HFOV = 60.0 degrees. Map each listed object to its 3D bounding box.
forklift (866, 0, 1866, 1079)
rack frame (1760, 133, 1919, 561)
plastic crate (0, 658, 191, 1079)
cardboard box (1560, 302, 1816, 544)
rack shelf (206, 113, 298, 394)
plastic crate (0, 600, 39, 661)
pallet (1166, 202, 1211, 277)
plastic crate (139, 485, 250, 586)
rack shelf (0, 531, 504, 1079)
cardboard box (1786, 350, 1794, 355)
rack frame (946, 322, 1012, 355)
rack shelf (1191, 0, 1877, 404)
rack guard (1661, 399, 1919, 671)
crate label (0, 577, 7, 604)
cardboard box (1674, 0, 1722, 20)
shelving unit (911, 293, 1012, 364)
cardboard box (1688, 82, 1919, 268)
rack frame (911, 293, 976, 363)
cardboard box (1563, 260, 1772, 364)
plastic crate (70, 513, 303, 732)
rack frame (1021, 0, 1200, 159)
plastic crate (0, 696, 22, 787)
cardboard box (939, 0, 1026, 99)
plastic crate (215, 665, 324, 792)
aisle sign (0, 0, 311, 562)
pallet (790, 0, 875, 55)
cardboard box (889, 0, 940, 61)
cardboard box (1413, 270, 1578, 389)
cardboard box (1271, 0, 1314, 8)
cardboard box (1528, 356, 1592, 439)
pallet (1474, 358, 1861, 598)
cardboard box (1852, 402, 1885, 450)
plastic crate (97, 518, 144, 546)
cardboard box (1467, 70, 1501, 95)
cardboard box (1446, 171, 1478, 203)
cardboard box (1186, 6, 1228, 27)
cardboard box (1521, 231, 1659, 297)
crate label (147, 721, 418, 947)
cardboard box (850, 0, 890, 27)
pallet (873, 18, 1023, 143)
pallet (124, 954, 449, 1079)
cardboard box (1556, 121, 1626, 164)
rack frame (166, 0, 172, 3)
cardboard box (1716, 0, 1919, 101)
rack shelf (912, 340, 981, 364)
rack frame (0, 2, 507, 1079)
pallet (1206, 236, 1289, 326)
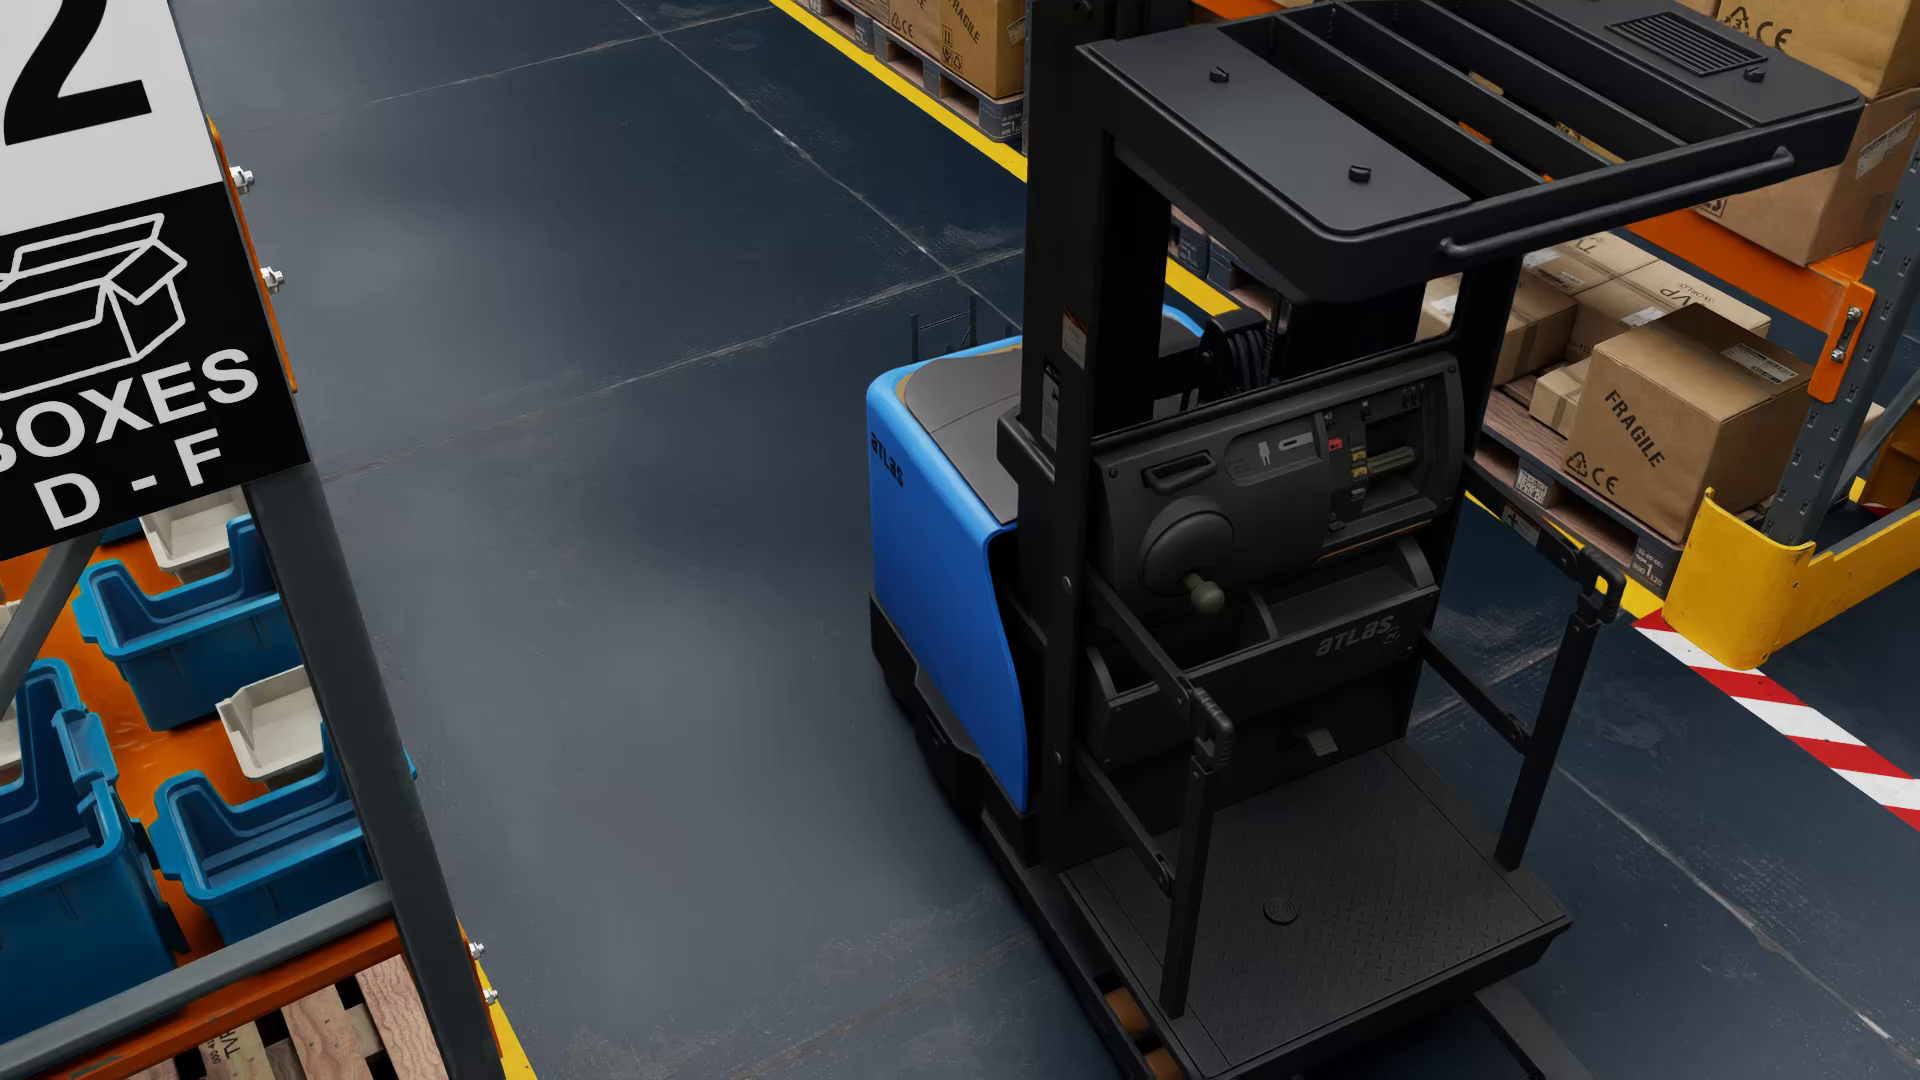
[{"bbox_3d":[0.820,-0.046,3.516,1.130,2.935,3.031,-17,43,-20],"label":"forklift"},{"bbox_3d":[2.898,-0.976,4.578,1.000,3.000,0.127,-22,45,-24],"label":"rack frame"},{"bbox_3d":[-1.617,0.574,2.643,0.616,0.435,0.499,-22,45,-24],"label":"plastic crate"},{"bbox_3d":[2.398,-0.393,5.488,0.500,0.500,0.500,-22,45,-24],"label":"cardboard box"},{"bbox_3d":[-2.355,-1.228,3.100,1.077,0.370,4.000,-22,45,-24],"label":"rack shelf"},{"bbox_3d":[-2.015,0.266,3.246,0.396,0.136,0.243,-22,45,-24],"label":"plastic crate"},{"bbox_3d":[1.116,-1.692,7.616,1.003,0.211,1.213,-22,45,-24],"label":"pallet"},{"bbox_3d":[-1.603,-0.009,3.577,0.250,0.136,0.298,-22,45,-24],"label":"plastic crate"},{"bbox_3d":[-2.355,-0.076,4.060,1.077,0.370,4.000,-22,45,-24],"label":"rack shelf"},{"bbox_3d":[2.829,-0.536,5.919,0.380,0.166,0.250,-22,45,-24],"label":"cardboard box"},{"bbox_3d":[0.059,-0.286,5.391,0.240,0.900,0.006,-22,45,-24],"label":"rack frame"},{"bbox_3d":[1.823,-1.779,6.104,1.077,0.370,4.000,-22,45,-24],"label":"rack shelf"},{"bbox_3d":[2.858,-0.056,5.427,1.175,0.500,0.348,-22,45,-24],"label":"rack guard"},{"bbox_3d":[-2.185,0.124,3.417,0.396,0.136,0.243,-22,45,-24],"label":"crate label"},{"bbox_3d":[2.155,-1.816,4.727,0.500,0.500,0.500,-21,44,-23],"label":"cardboard box"},{"bbox_3d":[0.004,-0.341,5.457,0.258,0.900,0.210,-22,45,-24],"label":"shelving unit"},{"bbox_3d":[2.428,-1.162,4.723,0.500,0.500,0.500,-21,44,-23],"label":"cardboard box"},{"bbox_3d":[-0.050,-0.396,5.523,0.240,0.900,0.006,-22,45,-24],"label":"rack frame"},{"bbox_3d":[2.576,-0.749,6.110,0.500,0.250,0.500,-22,45,-24],"label":"cardboard box"},{"bbox_3d":[-1.489,0.167,3.291,0.416,0.233,0.300,-22,45,-24],"label":"plastic crate"},{"bbox_3d":[0.748,-3.135,7.169,1.000,3.000,0.127,-22,45,-24],"label":"rack frame"},{"bbox_3d":[-1.871,0.428,3.053,0.396,0.136,0.243,-22,45,-24],"label":"plastic crate"},{"bbox_3d":[0.241,-2.511,8.029,0.500,0.500,0.500,-22,45,-25],"label":"cardboard box"},{"bbox_3d":[-1.238,0.357,3.137,0.250,0.136,0.298,-22,45,-24],"label":"plastic crate"},{"bbox_3d":[-0.991,-0.335,1.778,0.394,0.787,0.004,-22,45,-24],"label":"aisle sign"},{"bbox_3d":[-0.382,-3.149,9.364,1.003,0.211,1.213,-22,45,-24],"label":"pallet"},{"bbox_3d":[-0.018,-2.781,8.353,0.500,0.500,0.500,-22,45,-24],"label":"cardboard box"},{"bbox_3d":[1.913,-0.820,6.195,0.500,0.250,0.500,-22,45,-24],"label":"cardboard box"},{"bbox_3d":[1.337,-2.258,6.039,0.500,0.500,0.500,-22,45,-25],"label":"cardboard box"},{"bbox_3d":[2.256,-0.515,5.894,0.380,0.166,0.250,-22,45,-24],"label":"cardboard box"},{"bbox_3d":[2.428,-0.375,6.036,1.003,0.211,1.213,-22,45,-24],"label":"pallet"},{"bbox_3d":[2.963,-0.394,5.763,0.380,0.149,0.250,-22,45,-24],"label":"cardboard box"},{"bbox_3d":[-1.843,-0.189,3.717,0.416,0.233,0.300,-22,45,-24],"label":"plastic crate"},{"bbox_3d":[1.883,-1.712,5.384,0.500,0.500,0.500,-22,45,-24],"label":"cardboard box"},{"bbox_3d":[1.762,-1.332,6.612,0.797,0.503,0.637,-22,45,-24],"label":"cardboard box"},{"bbox_3d":[1.293,-2.134,7.576,0.500,0.500,0.500,-22,45,-24],"label":"cardboard box"},{"bbox_3d":[2.308,-1.019,6.434,0.500,0.250,0.500,-22,45,-24],"label":"cardboard box"},{"bbox_3d":[-1.135,0.522,2.864,0.416,0.233,0.303,-22,45,-24],"label":"crate label"},{"bbox_3d":[-0.287,-3.052,8.678,0.500,0.500,0.500,-22,44,-24],"label":"cardboard box"},{"bbox_3d":[0.278,-2.489,8.573,1.003,0.211,1.213,-22,45,-24],"label":"pallet"},{"bbox_3d":[-1.691,1.340,3.977,1.003,0.211,1.213,-22,45,-24],"label":"pallet"},{"bbox_3d":[2.146,-1.441,5.058,0.500,0.500,0.500,-22,45,-24],"label":"cardboard box"},{"bbox_3d":[-1.280,-1.577,0.614,1.000,3.000,0.127,-22,45,-24],"label":"rack frame"},{"bbox_3d":[2.427,-1.544,4.400,0.500,0.500,0.500,-23,45,-25],"label":"cardboard box"},{"bbox_3d":[0.004,-0.523,5.305,0.258,0.077,0.200,-22,45,-24],"label":"rack shelf"},{"bbox_3d":[-1.280,0.727,2.534,1.000,3.000,0.127,-22,45,-24],"label":"rack frame"},{"bbox_3d":[1.776,-1.033,6.825,1.003,0.211,1.213,-22,45,-24],"label":"pallet"}]
